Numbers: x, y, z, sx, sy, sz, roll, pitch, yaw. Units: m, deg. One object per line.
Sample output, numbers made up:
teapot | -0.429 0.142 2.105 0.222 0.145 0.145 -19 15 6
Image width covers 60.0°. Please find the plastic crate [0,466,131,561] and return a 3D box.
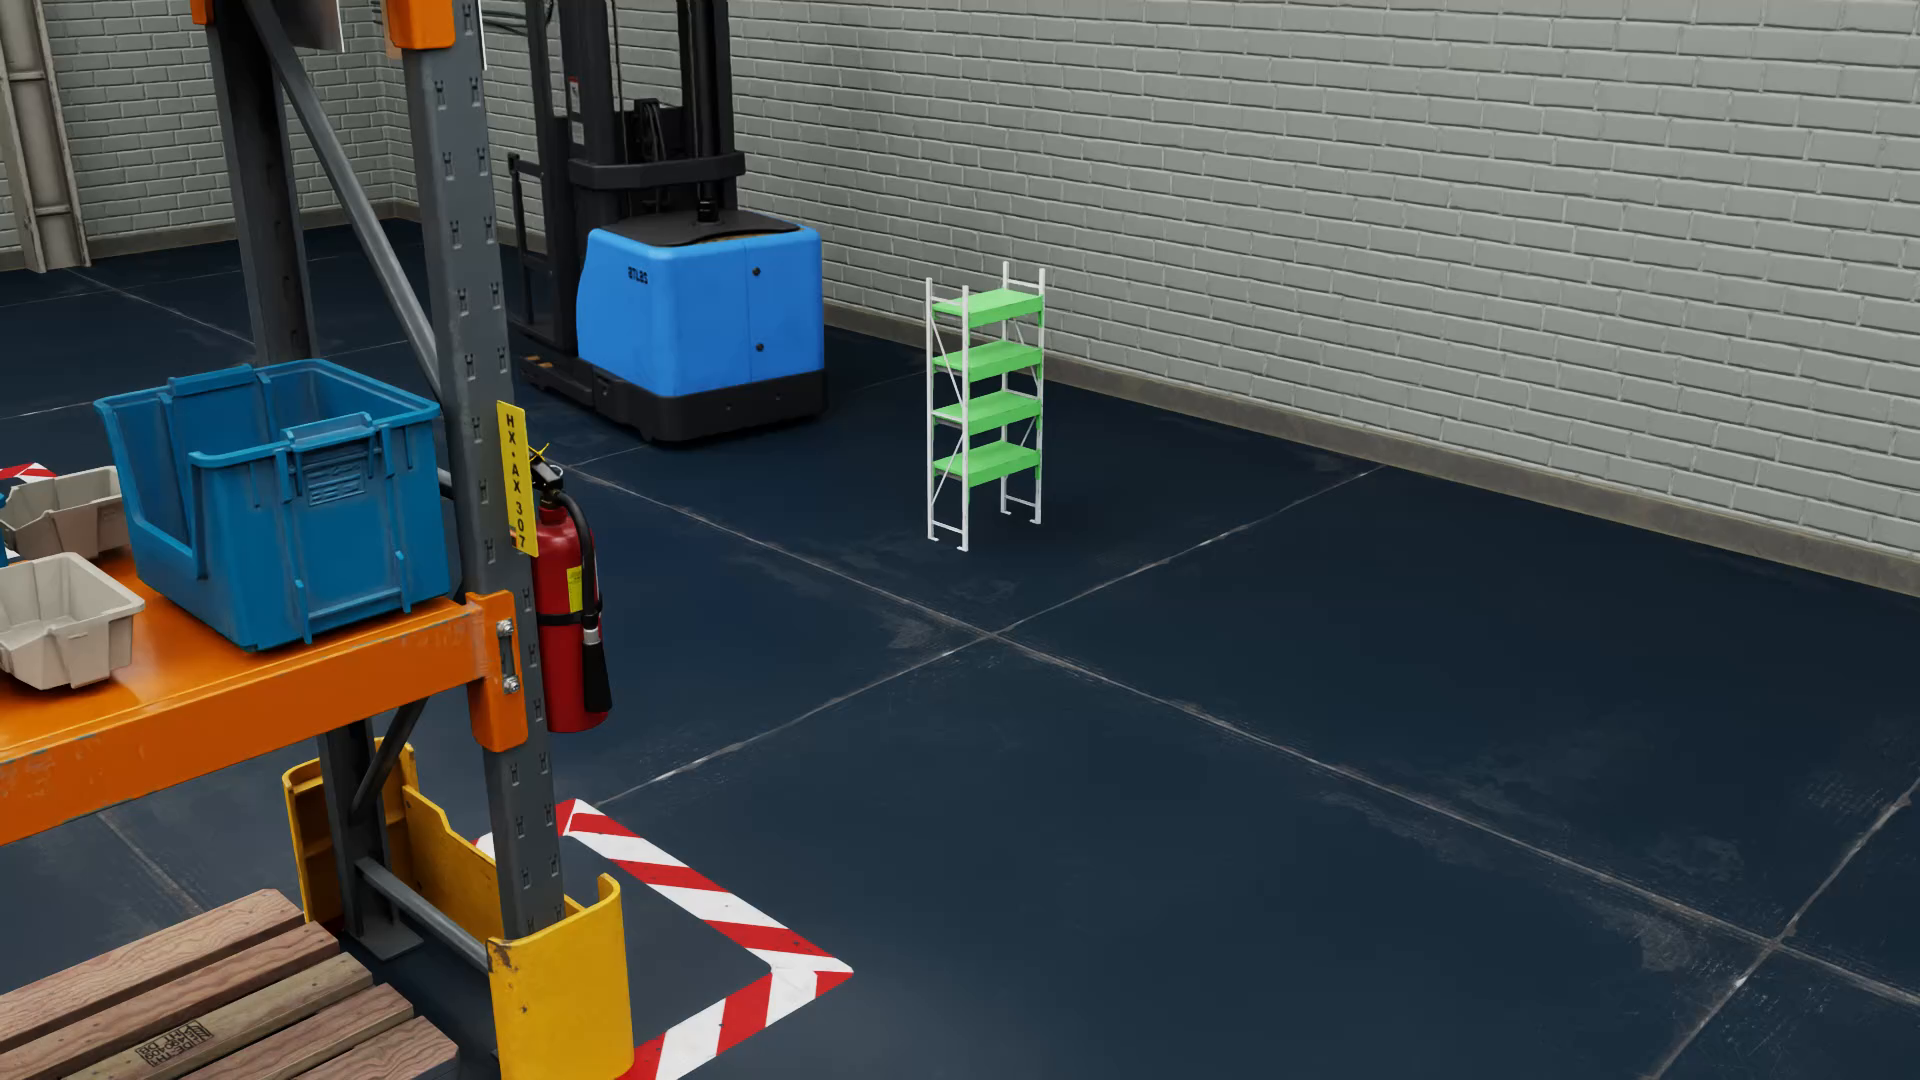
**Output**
plastic crate | -2.027 -0.047 3.799 0.250 0.136 0.298 19 28 41

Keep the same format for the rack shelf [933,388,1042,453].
rack shelf | 0.115 -0.543 7.493 0.258 0.148 0.480 19 28 41

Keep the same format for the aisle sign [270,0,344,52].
aisle sign | -1.498 -1.491 3.649 0.394 0.787 0.004 19 28 41

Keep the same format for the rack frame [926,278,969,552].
rack frame | -0.055 -0.540 7.307 0.240 1.200 0.015 19 28 41

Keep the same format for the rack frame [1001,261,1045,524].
rack frame | 0.286 -0.665 7.633 0.240 1.200 0.015 19 28 41

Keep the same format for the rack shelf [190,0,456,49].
rack shelf | -2.731 -0.735 2.127 1.077 0.370 4.000 19 28 41

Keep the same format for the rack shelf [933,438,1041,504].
rack shelf | 0.115 -0.319 7.579 0.258 0.148 0.480 19 28 41

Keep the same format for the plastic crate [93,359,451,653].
plastic crate | -1.435 -0.096 3.511 0.616 0.435 0.499 19 28 41

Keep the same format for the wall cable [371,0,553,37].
wall cable | -4.232 -5.379 13.355 3.097 2.526 0.112 19 28 41

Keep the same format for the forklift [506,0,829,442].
forklift | -2.014 -2.350 9.603 1.130 2.935 3.031 -15 26 -34

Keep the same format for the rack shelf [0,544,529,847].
rack shelf | -2.731 0.665 2.665 1.077 0.370 4.000 19 28 41

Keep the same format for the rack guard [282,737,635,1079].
rack guard | -1.328 0.973 4.347 1.175 0.500 0.348 19 28 41

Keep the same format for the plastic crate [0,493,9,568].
plastic crate | -2.203 0.016 3.502 0.416 0.233 0.300 19 28 41

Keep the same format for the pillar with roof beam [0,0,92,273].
pillar with roof beam | -4.086 -5.297 8.814 9.100 9.000 0.400 19 28 41

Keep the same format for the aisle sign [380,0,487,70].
aisle sign | -1.075 -1.343 3.265 0.394 0.787 0.004 19 28 41

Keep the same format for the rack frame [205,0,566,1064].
rack frame | -1.336 -0.184 3.874 1.000 3.000 0.127 19 28 41

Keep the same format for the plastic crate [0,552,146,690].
plastic crate | -1.775 0.166 3.247 0.396 0.136 0.243 19 28 41

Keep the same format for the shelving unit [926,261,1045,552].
shelving unit | 0.115 -0.603 7.470 0.258 1.200 0.503 19 28 41

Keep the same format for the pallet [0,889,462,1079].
pallet | -1.939 1.319 3.848 1.003 0.211 1.213 19 28 41

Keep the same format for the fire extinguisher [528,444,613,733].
fire extinguisher | -0.905 0.101 3.759 0.296 0.674 0.183 19 28 41

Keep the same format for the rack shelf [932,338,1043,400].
rack shelf | 0.115 -0.767 7.407 0.258 0.148 0.480 19 28 41

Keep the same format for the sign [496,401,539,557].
sign | -0.930 -0.127 3.497 0.100 0.325 0.005 19 28 41

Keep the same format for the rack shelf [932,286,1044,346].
rack shelf | 0.115 -0.991 7.321 0.258 0.148 0.480 19 28 41
